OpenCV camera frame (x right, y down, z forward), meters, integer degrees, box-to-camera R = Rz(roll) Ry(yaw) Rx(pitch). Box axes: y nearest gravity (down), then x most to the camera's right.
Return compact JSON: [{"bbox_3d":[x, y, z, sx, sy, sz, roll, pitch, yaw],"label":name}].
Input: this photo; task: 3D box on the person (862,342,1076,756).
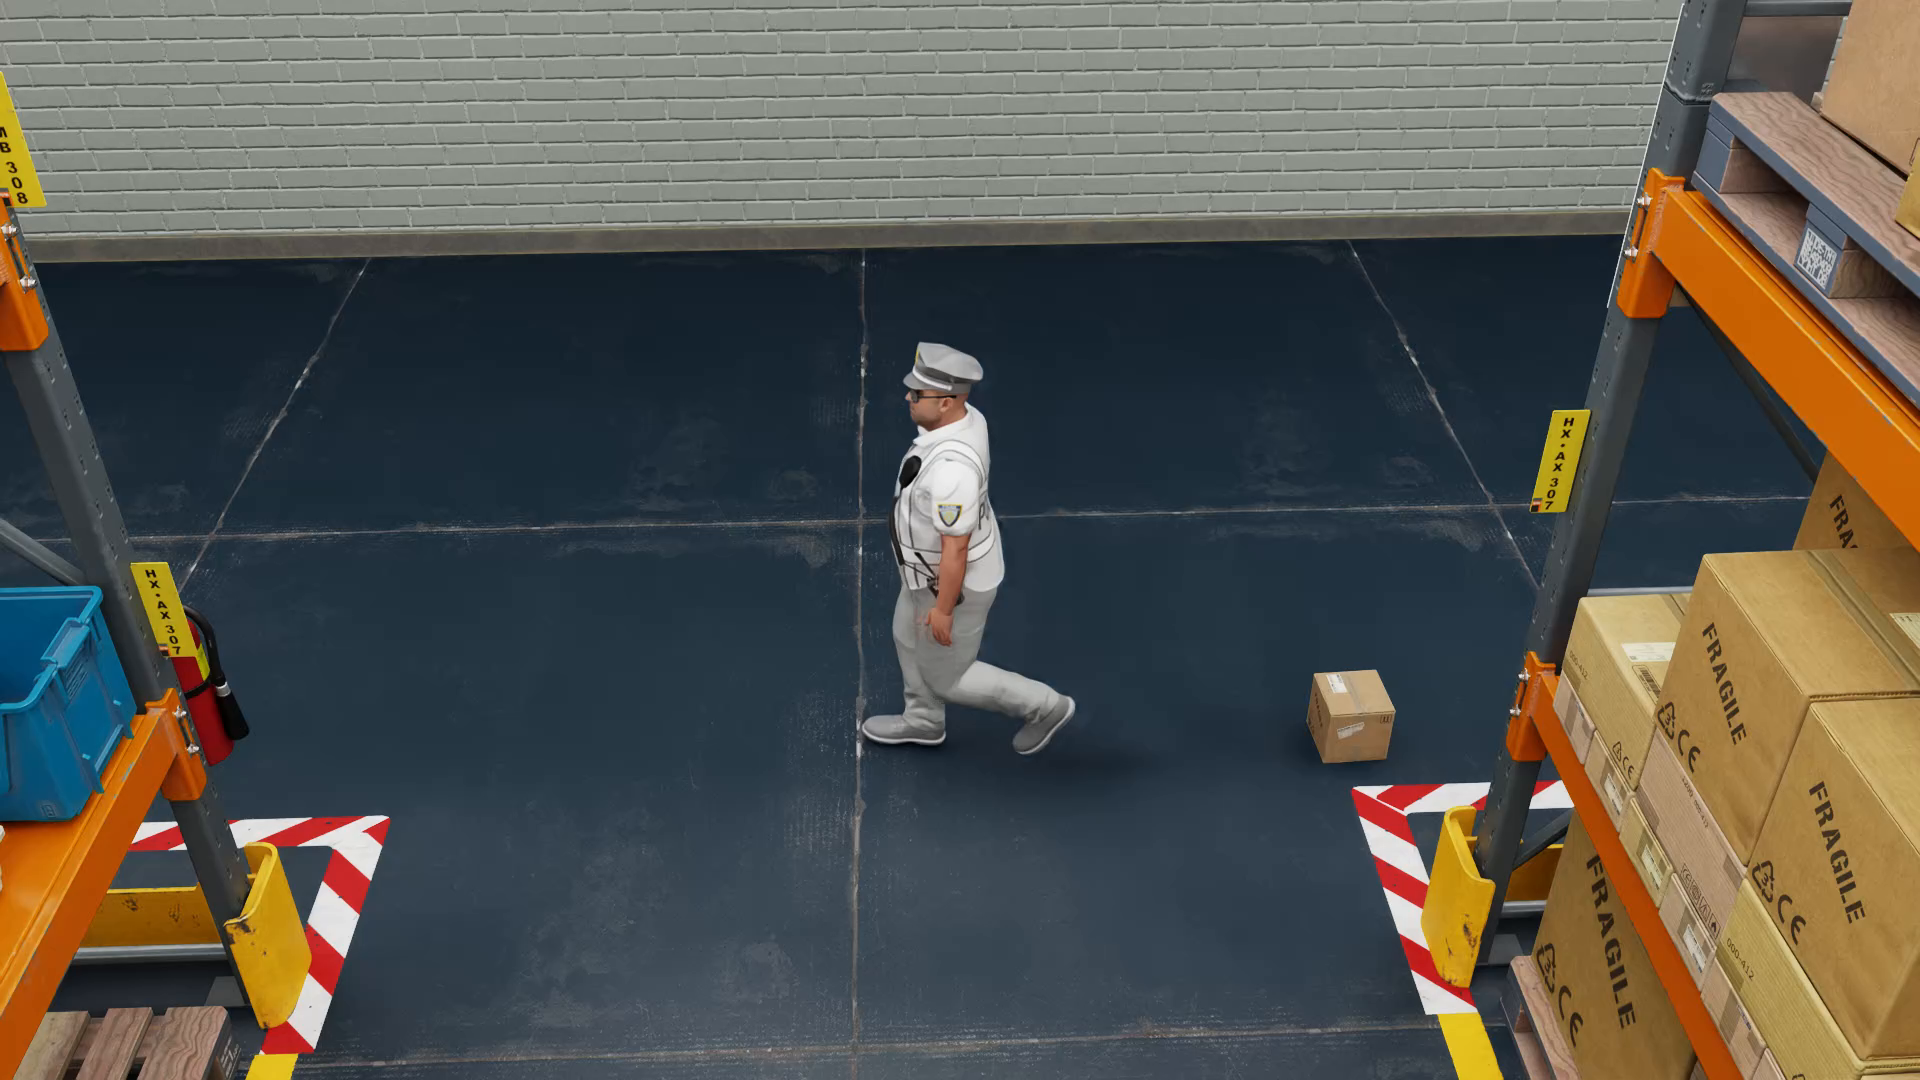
[{"bbox_3d":[0.025,0.097,5.958,0.816,1.739,0.548,0,35,0],"label":"person"}]
